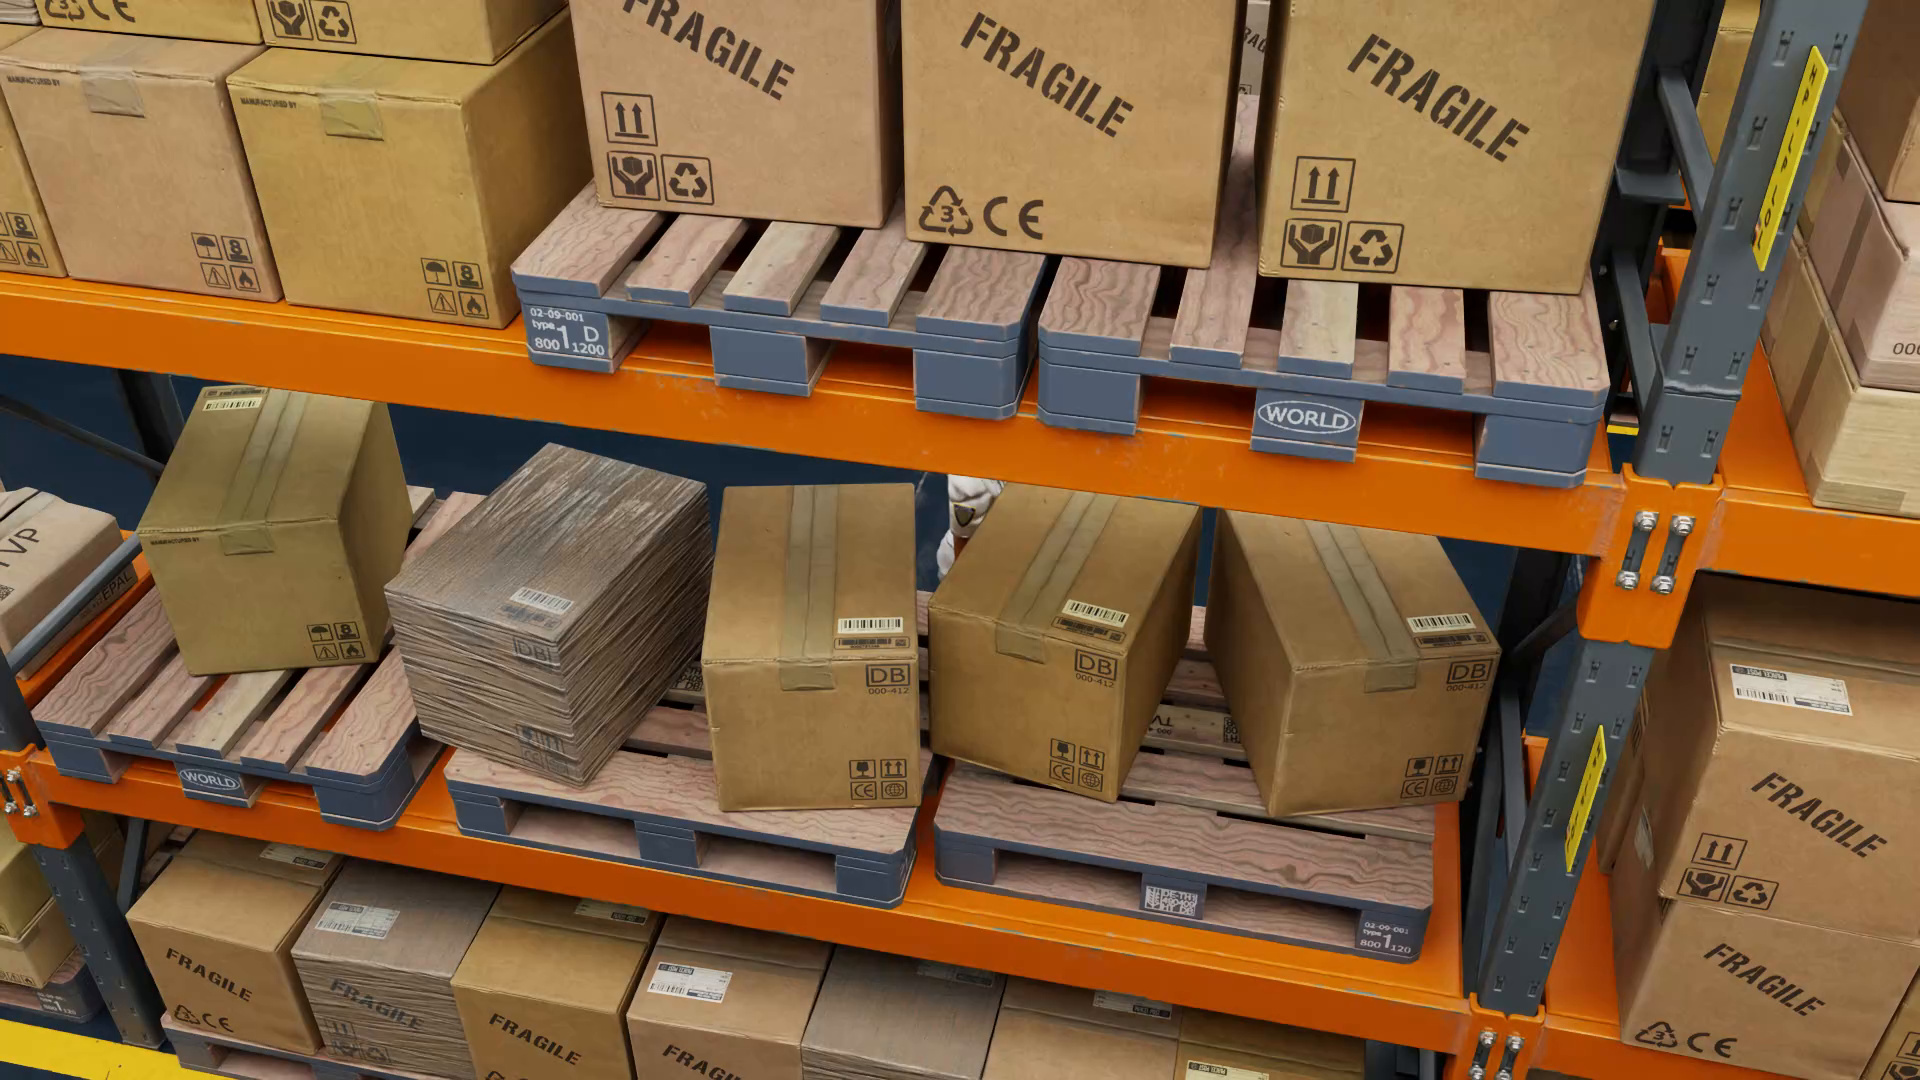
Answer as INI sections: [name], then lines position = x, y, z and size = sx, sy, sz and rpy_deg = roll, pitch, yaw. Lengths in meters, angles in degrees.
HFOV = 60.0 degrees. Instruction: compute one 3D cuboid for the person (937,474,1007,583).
[person]
position = 0.137, 0.108, 5.982
size = 0.399, 1.670, 0.503
rpy_deg = 18, 40, 22
